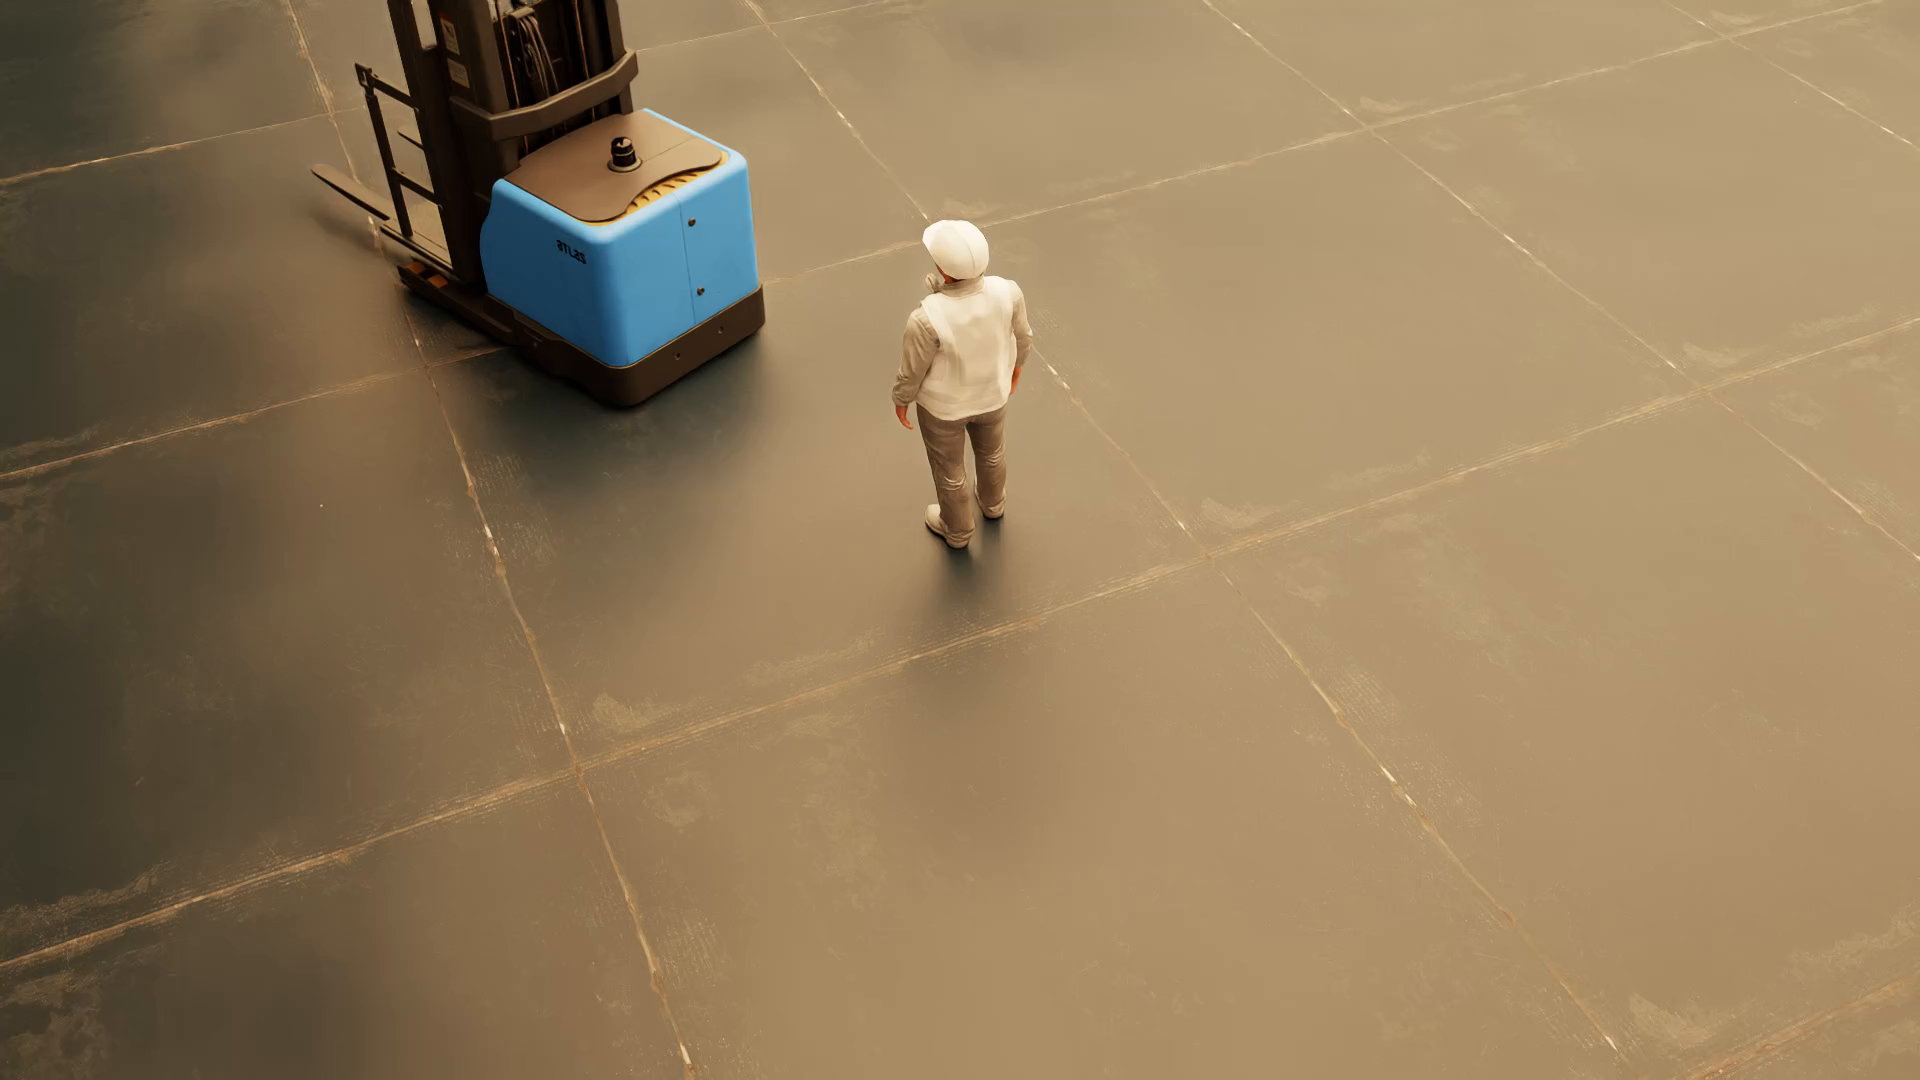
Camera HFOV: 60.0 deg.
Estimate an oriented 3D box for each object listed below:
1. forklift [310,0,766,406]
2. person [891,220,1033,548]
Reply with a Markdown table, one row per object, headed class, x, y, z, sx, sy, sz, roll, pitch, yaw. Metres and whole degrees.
| class | x | y | z | sx | sy | sz | roll | pitch | yaw |
| --- | --- | --- | --- | --- | --- | --- | --- | --- | --- |
| forklift | -2.496 | -2.615 | 8.482 | 3.031 | 2.935 | 1.130 | 31 | 51 | 29 |
| person | -0.020 | -0.695 | 7.262 | 0.633 | 1.775 | 0.566 | -18 | 46 | -18 |
